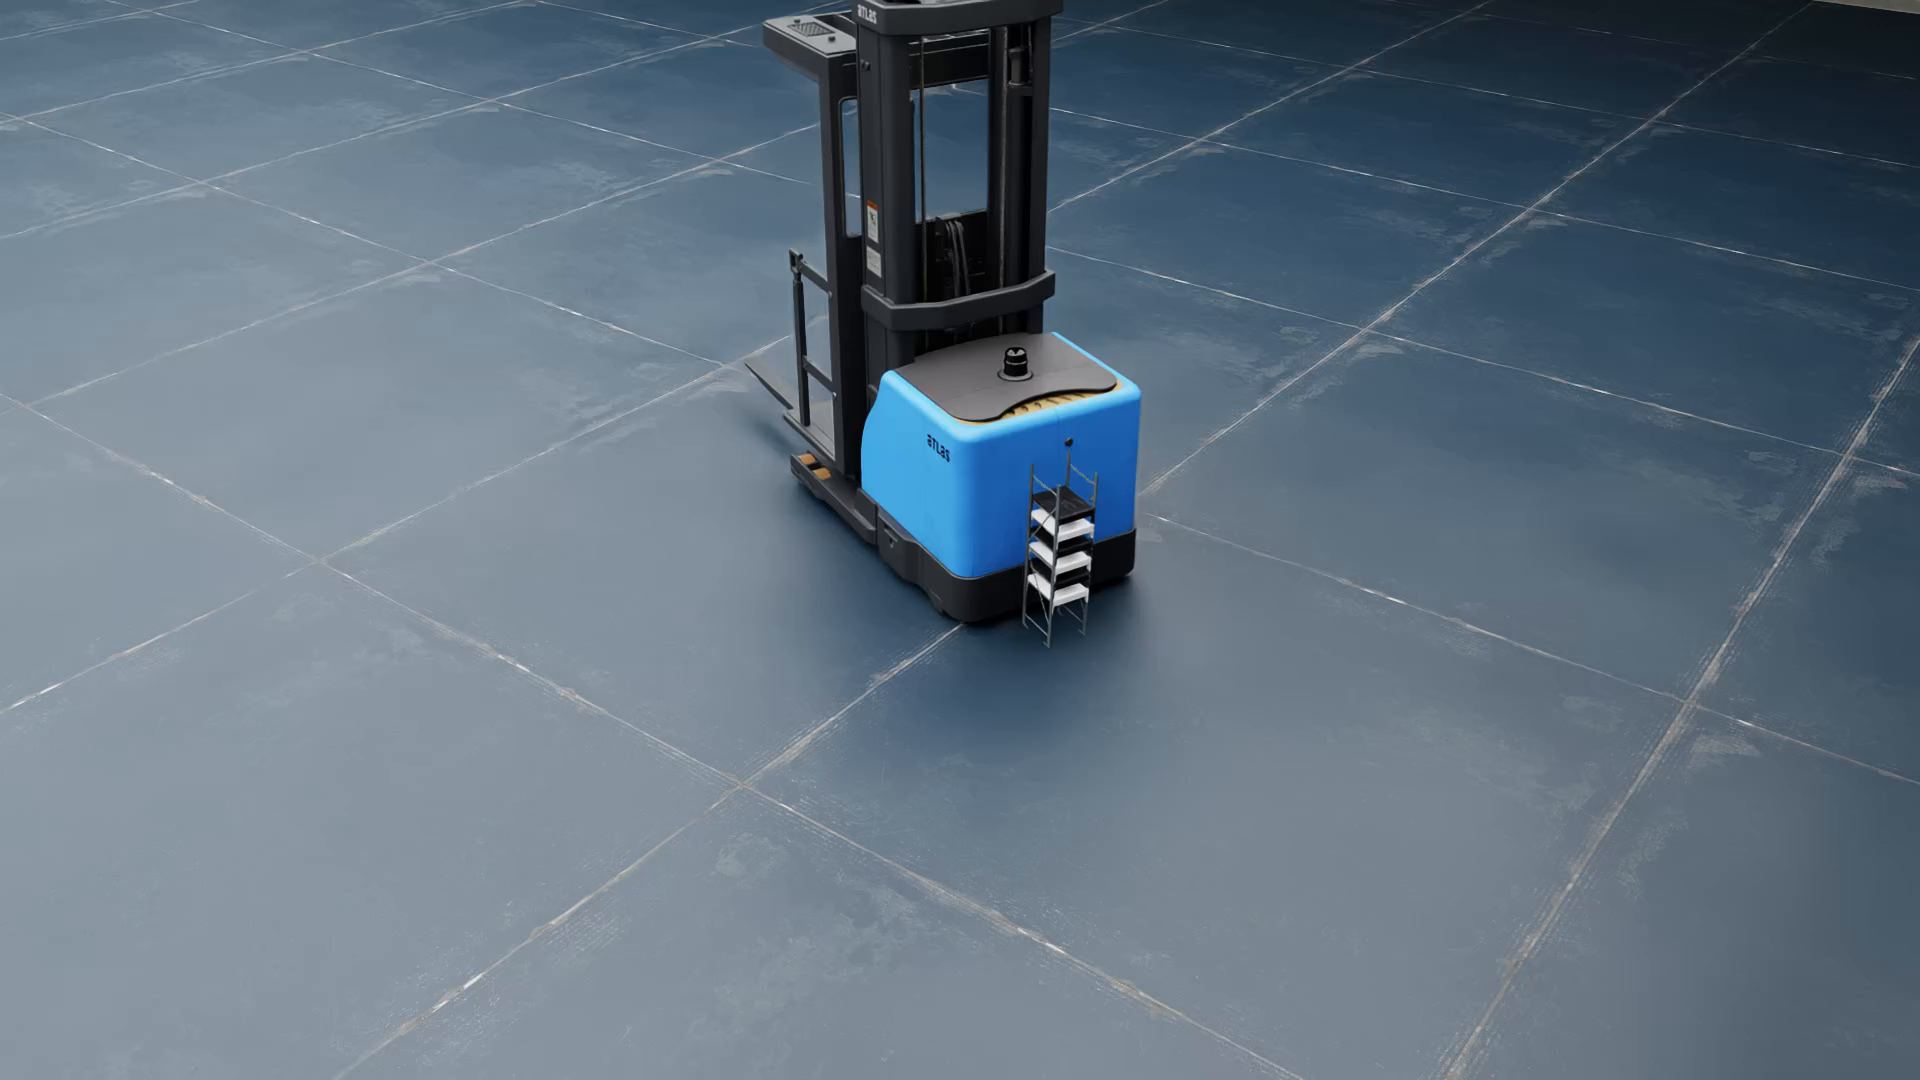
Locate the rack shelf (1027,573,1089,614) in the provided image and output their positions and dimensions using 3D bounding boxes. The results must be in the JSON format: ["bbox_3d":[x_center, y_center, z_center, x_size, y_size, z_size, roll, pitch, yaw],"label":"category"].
[{"bbox_3d":[0.456,0.231,7.884,0.200,0.077,0.258,-17,37,-26],"label":"rack shelf"}]

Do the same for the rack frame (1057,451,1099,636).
[{"bbox_3d":[0.549,0.025,7.812,0.006,0.900,0.240,-17,37,-26],"label":"rack frame"}]

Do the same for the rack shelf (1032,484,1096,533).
[{"bbox_3d":[0.467,-0.146,7.638,0.200,0.077,0.258,-17,37,-26],"label":"rack shelf"}]

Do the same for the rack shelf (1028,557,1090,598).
[{"bbox_3d":[0.459,0.155,7.835,0.200,0.077,0.258,-17,37,-26],"label":"rack shelf"}]

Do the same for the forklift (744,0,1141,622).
[{"bbox_3d":[-0.286,-1.592,8.561,1.130,2.935,3.031,-16,34,-25],"label":"forklift"}]

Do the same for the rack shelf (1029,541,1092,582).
[{"bbox_3d":[0.461,0.080,7.785,0.200,0.077,0.258,-17,37,-26],"label":"rack shelf"}]

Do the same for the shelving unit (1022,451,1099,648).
[{"bbox_3d":[0.461,0.052,7.767,0.210,0.900,0.258,-17,37,-26],"label":"shelving unit"}]

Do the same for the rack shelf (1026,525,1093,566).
[{"bbox_3d":[0.463,0.004,7.736,0.200,0.077,0.258,-17,37,-26],"label":"rack shelf"}]

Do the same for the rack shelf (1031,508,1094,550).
[{"bbox_3d":[0.465,-0.071,7.687,0.200,0.077,0.258,-17,37,-26],"label":"rack shelf"}]

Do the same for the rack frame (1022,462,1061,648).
[{"bbox_3d":[0.374,0.079,7.722,0.006,0.900,0.240,-17,37,-26],"label":"rack frame"}]
